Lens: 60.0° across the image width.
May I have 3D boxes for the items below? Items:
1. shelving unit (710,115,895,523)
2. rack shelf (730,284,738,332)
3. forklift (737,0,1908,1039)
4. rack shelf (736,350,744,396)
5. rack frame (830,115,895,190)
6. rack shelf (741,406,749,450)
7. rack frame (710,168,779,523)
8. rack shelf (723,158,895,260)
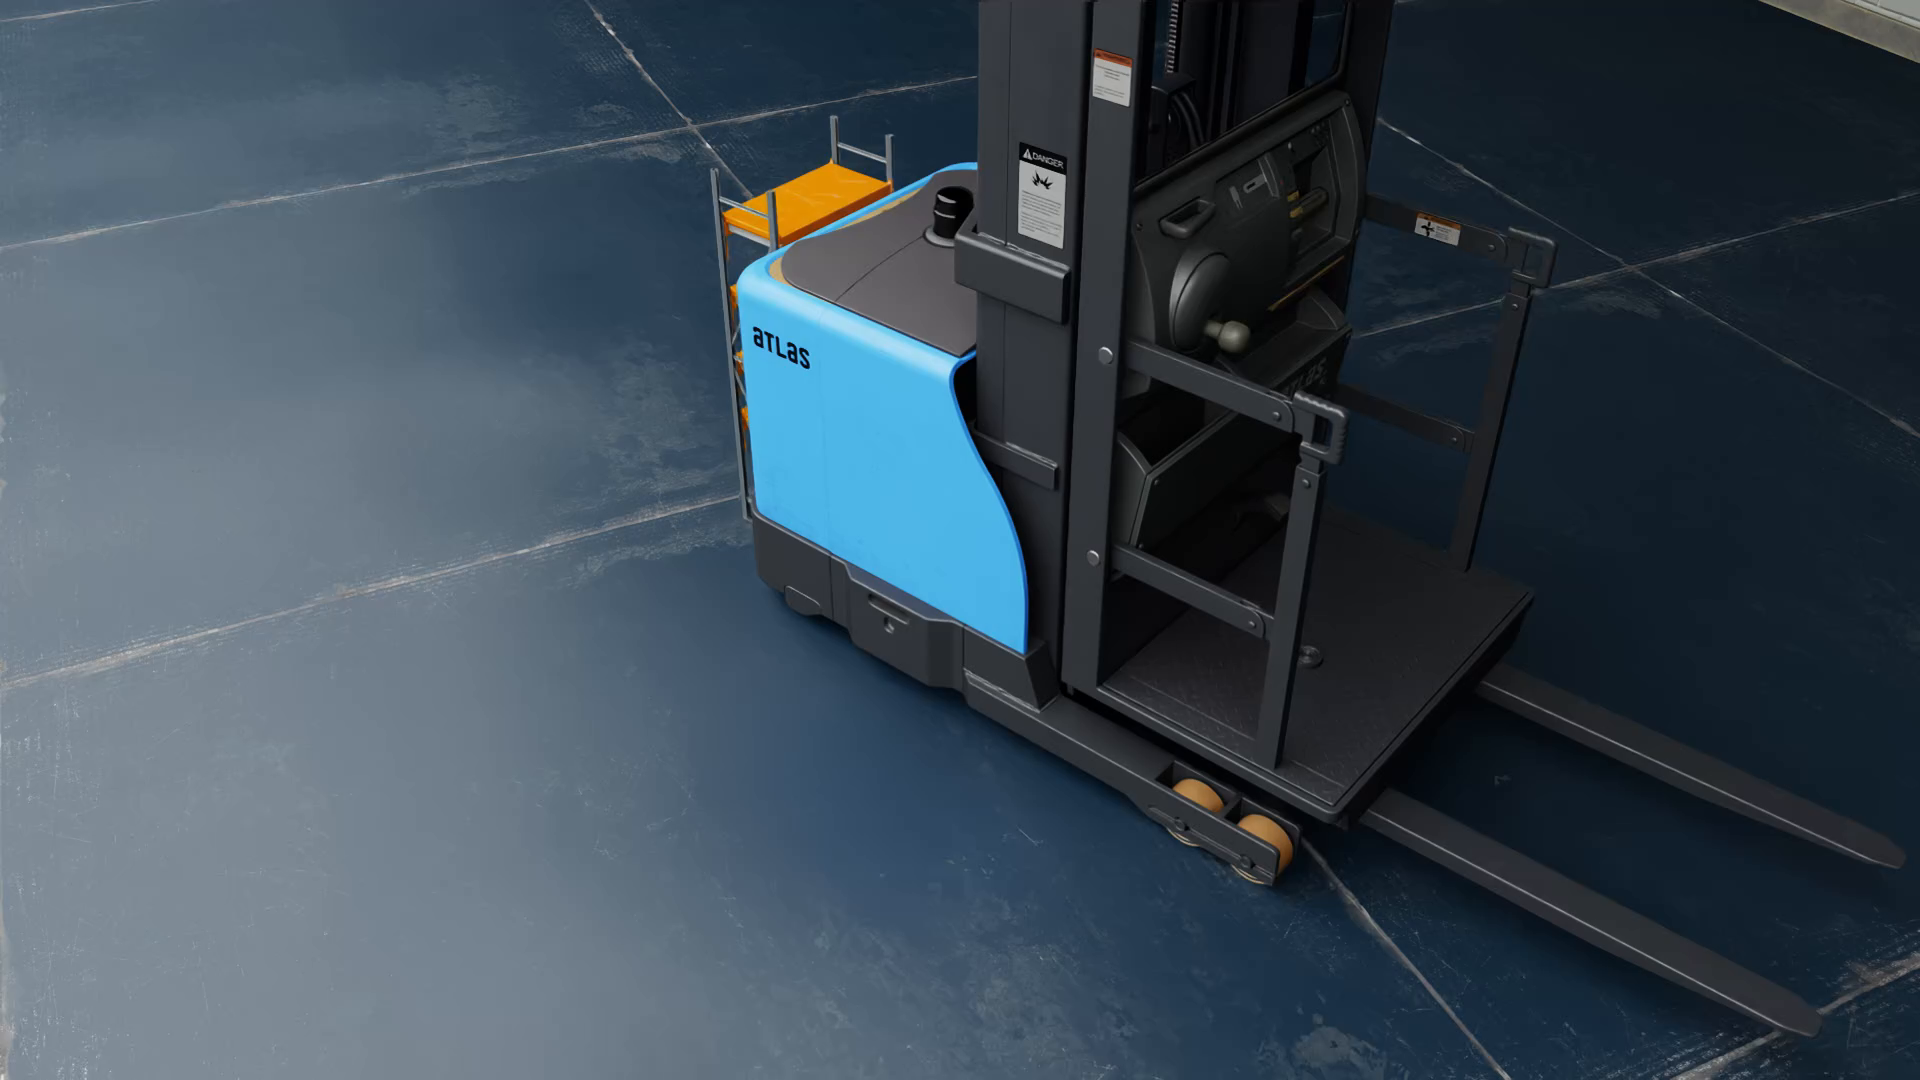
[{"bbox_3d":[-0.443,-0.619,5.078,0.258,1.200,0.503,26,44,31],"label":"shelving unit"},{"bbox_3d":[-0.443,-0.745,4.985,0.258,0.148,0.480,26,44,31],"label":"rack shelf"},{"bbox_3d":[0.841,-0.689,3.719,3.031,2.935,1.130,27,44,31],"label":"forklift"},{"bbox_3d":[-0.443,-0.565,5.118,0.258,0.148,0.480,26,44,31],"label":"rack shelf"},{"bbox_3d":[-0.288,-0.732,5.229,0.240,1.200,0.015,26,44,31],"label":"rack frame"},{"bbox_3d":[-0.443,-0.406,5.236,0.258,0.148,0.480,26,44,31],"label":"rack shelf"},{"bbox_3d":[-0.598,-0.507,4.926,0.240,1.200,0.015,26,44,31],"label":"rack frame"},{"bbox_3d":[-0.443,-0.935,4.844,0.258,0.148,0.480,26,44,31],"label":"rack shelf"}]
